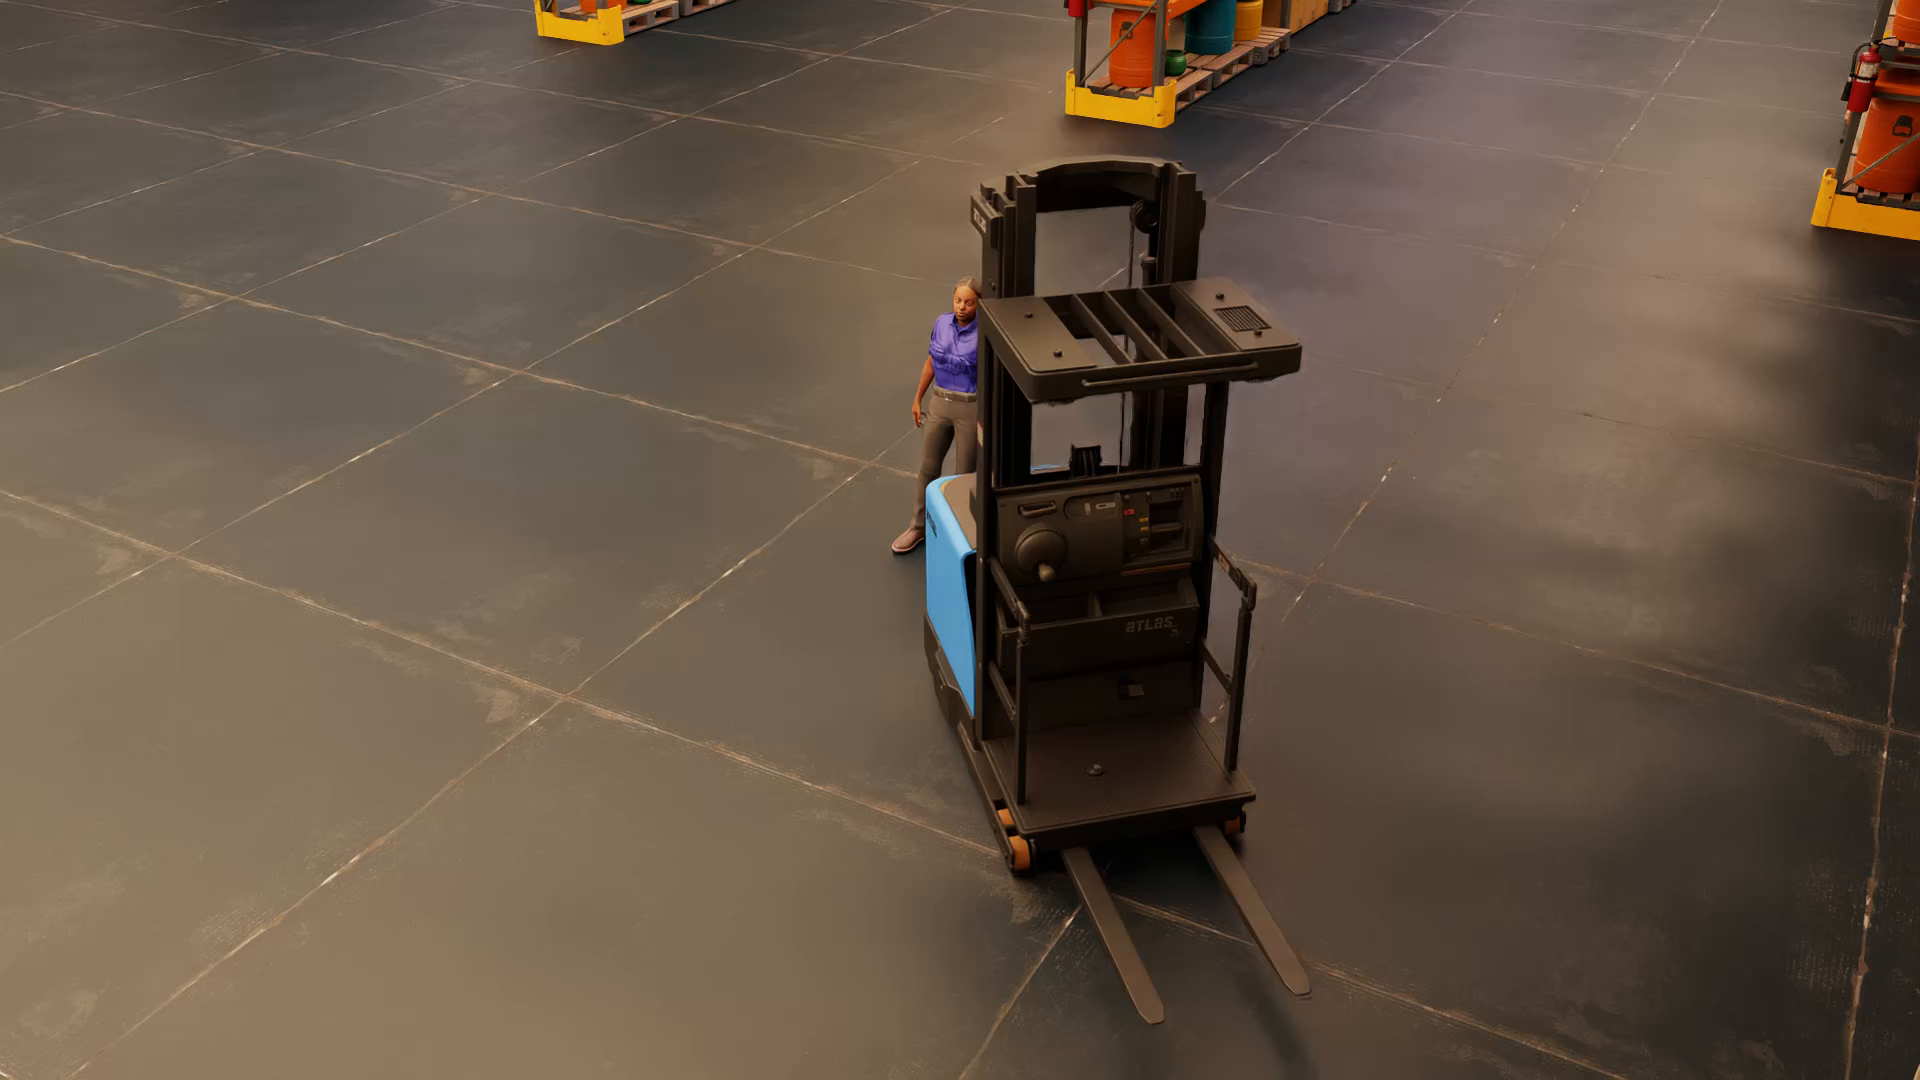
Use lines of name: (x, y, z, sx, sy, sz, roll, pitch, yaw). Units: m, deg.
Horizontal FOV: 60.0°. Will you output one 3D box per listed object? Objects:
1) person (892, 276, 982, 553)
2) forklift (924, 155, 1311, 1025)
person: (-0.060, -0.689, 9.527, 0.569, 1.656, 0.503, 15, 33, 25)
forklift: (0.672, 0.000, 7.070, 1.130, 2.935, 3.031, -7, 31, -12)
